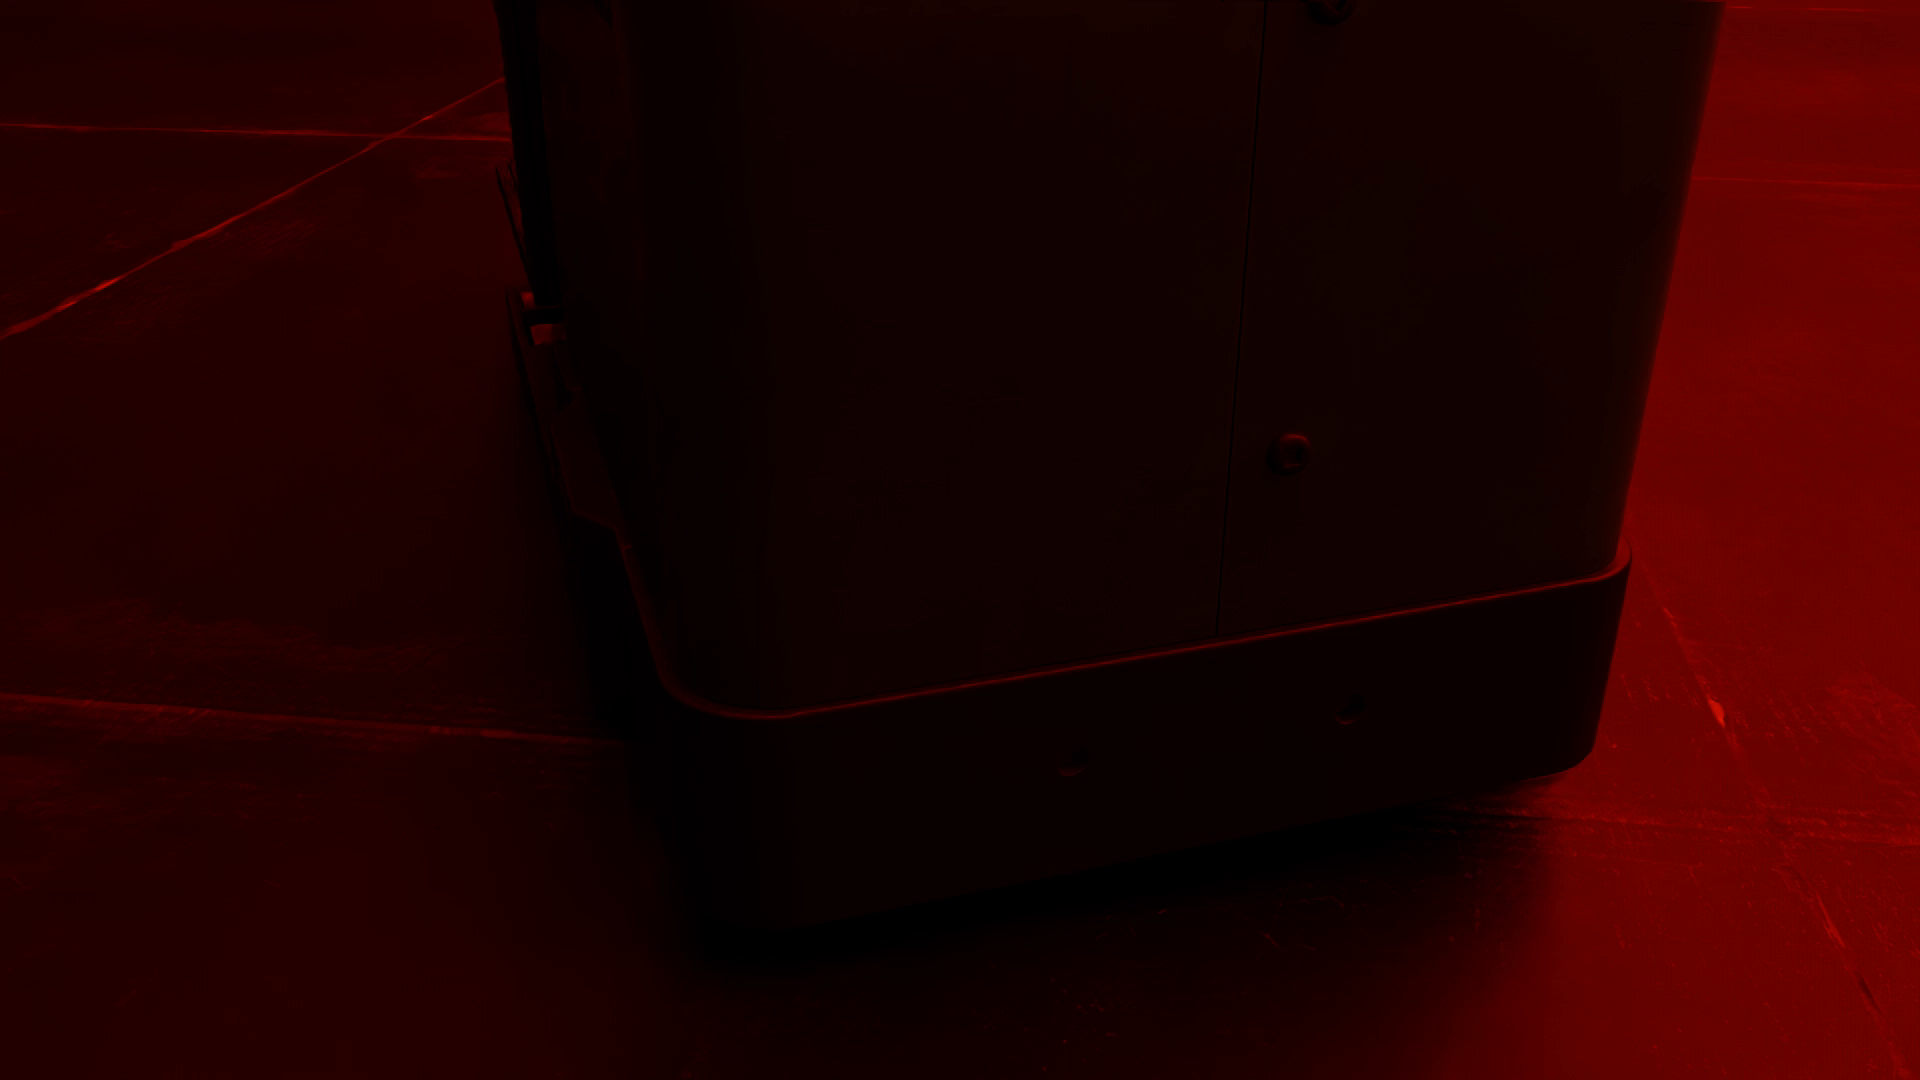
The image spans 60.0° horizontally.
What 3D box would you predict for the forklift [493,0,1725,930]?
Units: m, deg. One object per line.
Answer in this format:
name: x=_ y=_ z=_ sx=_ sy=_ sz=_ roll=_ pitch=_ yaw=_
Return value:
forklift: x=-0.212 y=-1.576 z=2.377 sx=1.130 sy=2.935 sz=3.031 roll=-8 pitch=28 yaw=-16
